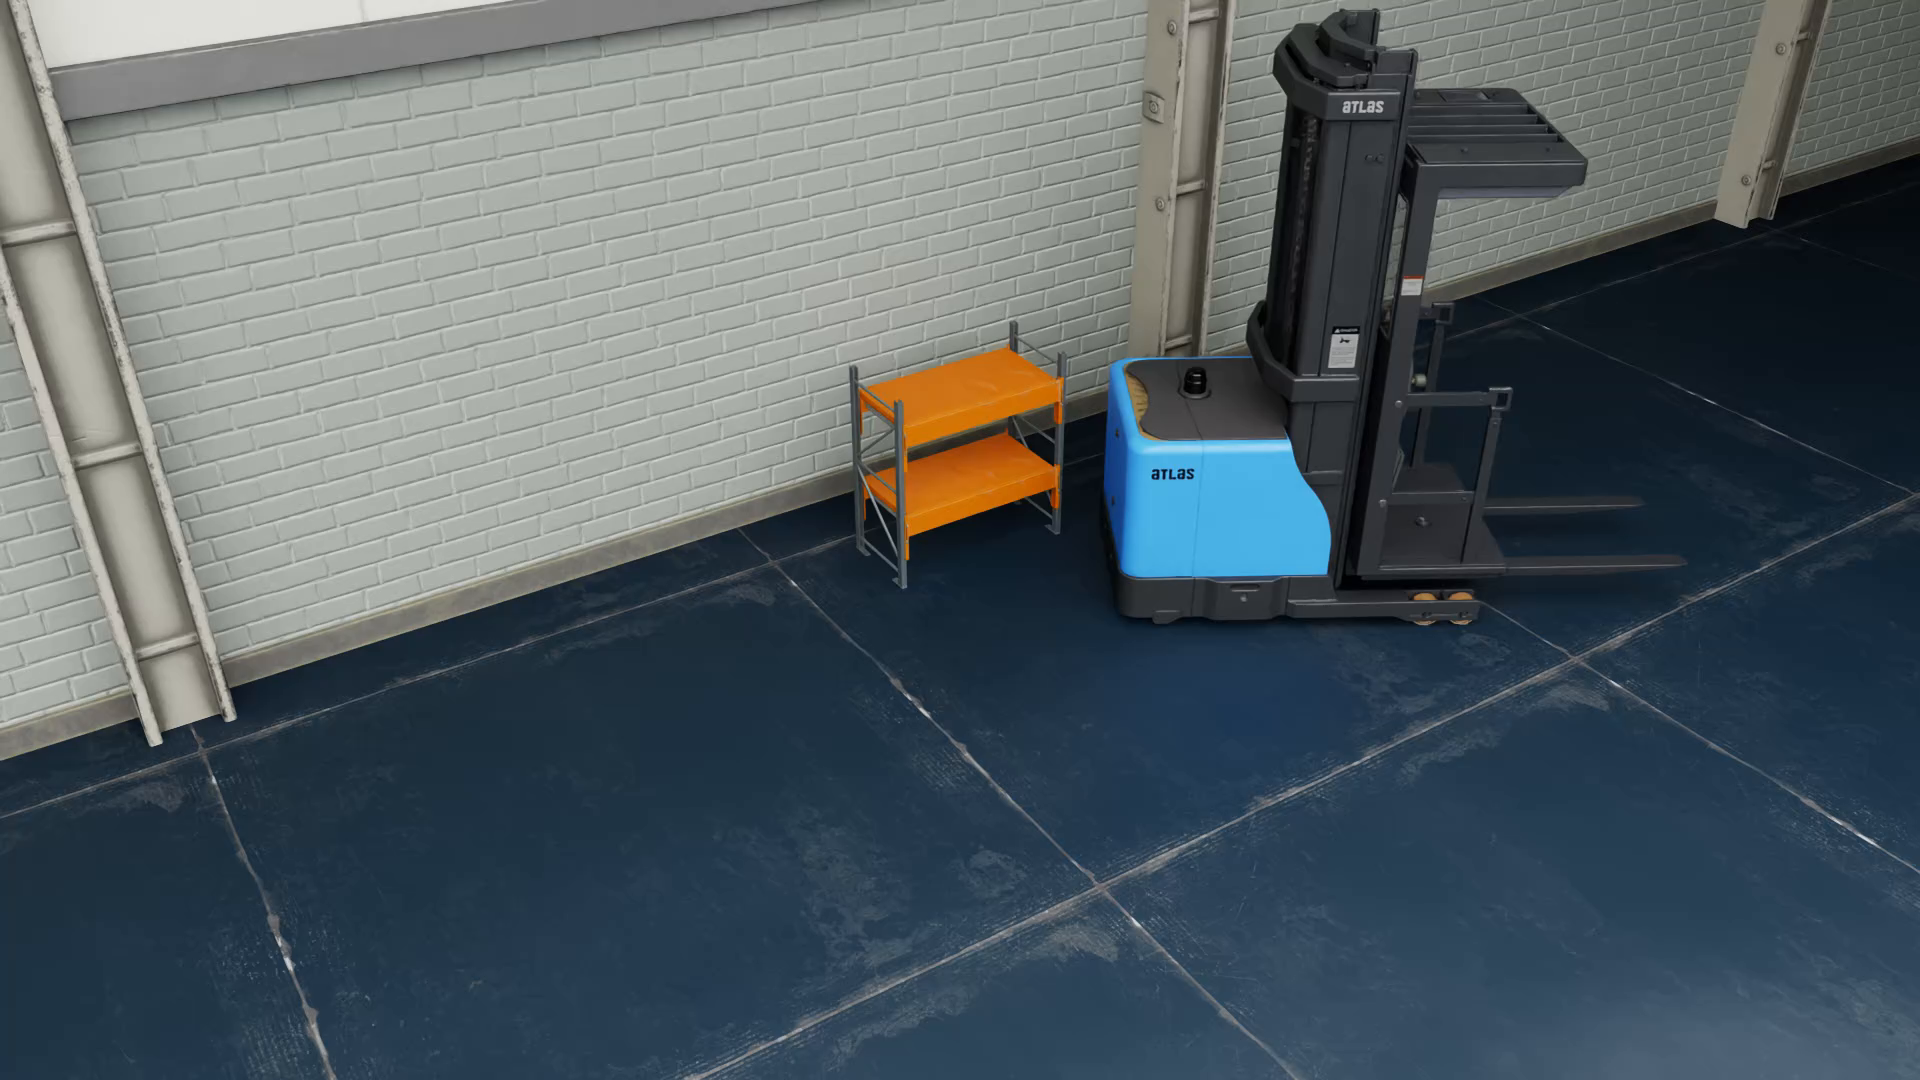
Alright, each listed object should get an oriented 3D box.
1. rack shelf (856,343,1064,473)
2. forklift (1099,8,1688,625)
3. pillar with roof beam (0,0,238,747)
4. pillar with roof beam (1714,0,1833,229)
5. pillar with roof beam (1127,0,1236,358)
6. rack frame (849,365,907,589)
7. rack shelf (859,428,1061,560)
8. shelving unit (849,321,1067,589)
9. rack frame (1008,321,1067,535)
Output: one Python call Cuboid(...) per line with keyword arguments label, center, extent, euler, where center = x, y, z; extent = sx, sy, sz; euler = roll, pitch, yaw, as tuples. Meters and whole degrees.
Cuboid(label="rack shelf", center=(-0.006, -0.721, 8.912), extent=(1.000, 0.278, 0.538), euler=(-19, 37, -27))
Cuboid(label="forklift", center=(2.314, -1.079, 8.335), extent=(3.031, 2.935, 1.130), euler=(-1, 32, -2))
Cuboid(label="pillar with roof beam", center=(-1.395, -1.027, 2.565), extent=(0.400, 9.000, 9.100), euler=(-19, 37, -27))
Cuboid(label="pillar with roof beam", center=(8.691, -4.496, 8.064), extent=(0.400, 9.000, 9.100), euler=(-19, 37, -27))
Cuboid(label="pillar with roof beam", center=(3.648, -2.761, 5.315), extent=(0.400, 9.000, 9.100), euler=(-19, 37, -27))
Cuboid(label="rack frame", center=(-0.433, -0.327, 8.835), extent=(0.032, 1.125, 0.500), euler=(-19, 37, -27))
Cuboid(label="rack shelf", center=(-0.006, -0.267, 9.199), extent=(1.000, 0.278, 0.538), euler=(-19, 37, -27))
Cuboid(label="shelving unit", center=(-0.006, -0.474, 9.068), extent=(1.048, 1.125, 0.538), euler=(-19, 37, -27))
Cuboid(label="rack frame", center=(0.422, -0.621, 9.301), extent=(0.032, 1.125, 0.500), euler=(-19, 37, -27))
